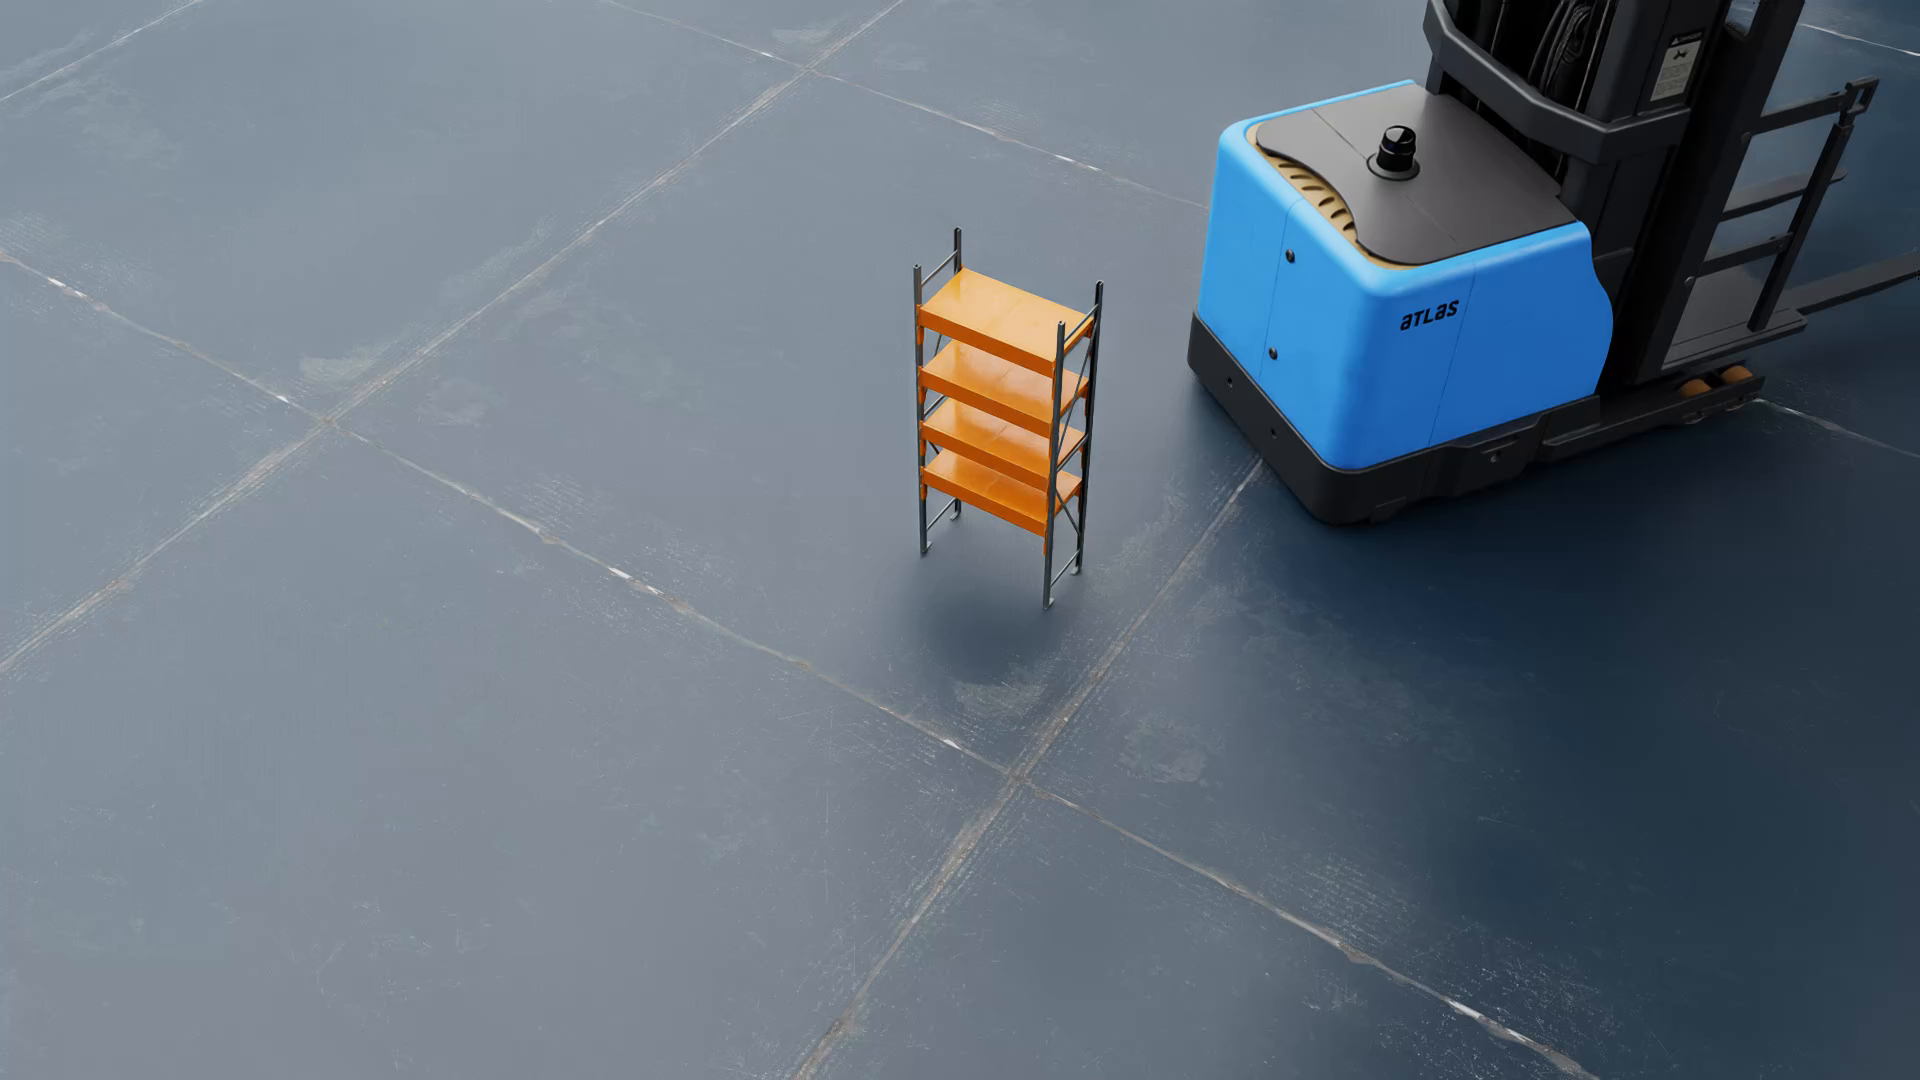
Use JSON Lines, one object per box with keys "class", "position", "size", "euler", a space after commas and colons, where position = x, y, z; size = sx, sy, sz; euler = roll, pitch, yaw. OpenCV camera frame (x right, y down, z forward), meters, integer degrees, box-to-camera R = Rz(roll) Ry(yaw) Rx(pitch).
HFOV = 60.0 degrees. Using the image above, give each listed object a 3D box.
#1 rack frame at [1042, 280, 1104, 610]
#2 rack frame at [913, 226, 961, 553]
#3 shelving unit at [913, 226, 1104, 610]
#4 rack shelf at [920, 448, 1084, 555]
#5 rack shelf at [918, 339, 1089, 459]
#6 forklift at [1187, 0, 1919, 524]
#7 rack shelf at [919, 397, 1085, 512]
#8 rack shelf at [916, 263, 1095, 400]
{"class": "rack frame", "position": [0.345, -0.260, 5.166], "size": [0.015, 1.200, 0.240], "euler": [25, 51, 22]}
{"class": "rack frame", "position": [-0.066, -0.449, 5.349], "size": [0.015, 1.200, 0.240], "euler": [25, 51, 22]}
{"class": "shelving unit", "position": [0.139, -0.354, 5.257], "size": [0.503, 1.200, 0.258], "euler": [25, 51, 22]}
{"class": "rack shelf", "position": [0.139, -0.169, 5.448], "size": [0.480, 0.148, 0.258], "euler": [25, 51, 22]}
{"class": "rack shelf", "position": [0.139, -0.463, 5.145], "size": [0.480, 0.148, 0.258], "euler": [25, 51, 22]}
{"class": "forklift", "position": [2.426, -1.781, 5.437], "size": [3.031, 2.935, 1.130], "euler": [-17, 48, -16]}
{"class": "rack shelf", "position": [0.139, -0.307, 5.306], "size": [0.480, 0.148, 0.258], "euler": [25, 51, 22]}
{"class": "rack shelf", "position": [0.139, -0.628, 4.976], "size": [0.480, 0.148, 0.258], "euler": [25, 51, 22]}
